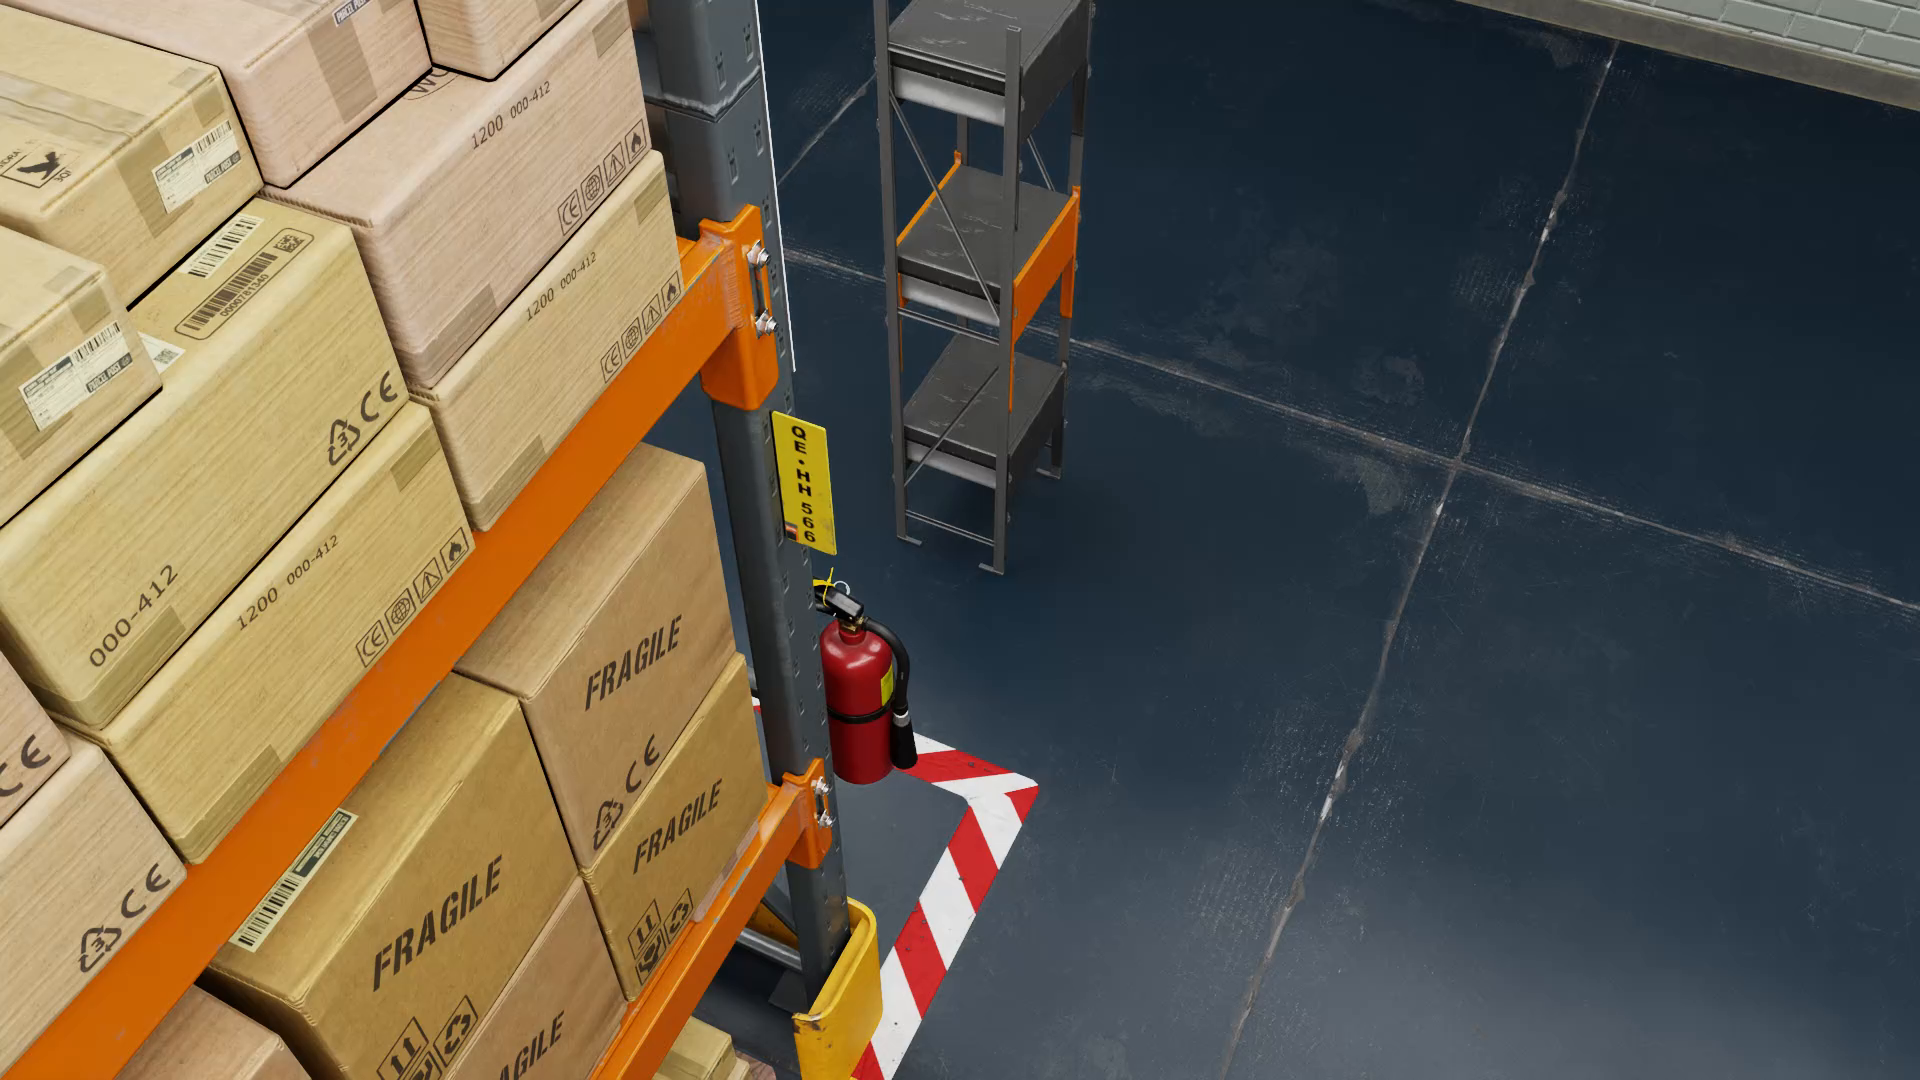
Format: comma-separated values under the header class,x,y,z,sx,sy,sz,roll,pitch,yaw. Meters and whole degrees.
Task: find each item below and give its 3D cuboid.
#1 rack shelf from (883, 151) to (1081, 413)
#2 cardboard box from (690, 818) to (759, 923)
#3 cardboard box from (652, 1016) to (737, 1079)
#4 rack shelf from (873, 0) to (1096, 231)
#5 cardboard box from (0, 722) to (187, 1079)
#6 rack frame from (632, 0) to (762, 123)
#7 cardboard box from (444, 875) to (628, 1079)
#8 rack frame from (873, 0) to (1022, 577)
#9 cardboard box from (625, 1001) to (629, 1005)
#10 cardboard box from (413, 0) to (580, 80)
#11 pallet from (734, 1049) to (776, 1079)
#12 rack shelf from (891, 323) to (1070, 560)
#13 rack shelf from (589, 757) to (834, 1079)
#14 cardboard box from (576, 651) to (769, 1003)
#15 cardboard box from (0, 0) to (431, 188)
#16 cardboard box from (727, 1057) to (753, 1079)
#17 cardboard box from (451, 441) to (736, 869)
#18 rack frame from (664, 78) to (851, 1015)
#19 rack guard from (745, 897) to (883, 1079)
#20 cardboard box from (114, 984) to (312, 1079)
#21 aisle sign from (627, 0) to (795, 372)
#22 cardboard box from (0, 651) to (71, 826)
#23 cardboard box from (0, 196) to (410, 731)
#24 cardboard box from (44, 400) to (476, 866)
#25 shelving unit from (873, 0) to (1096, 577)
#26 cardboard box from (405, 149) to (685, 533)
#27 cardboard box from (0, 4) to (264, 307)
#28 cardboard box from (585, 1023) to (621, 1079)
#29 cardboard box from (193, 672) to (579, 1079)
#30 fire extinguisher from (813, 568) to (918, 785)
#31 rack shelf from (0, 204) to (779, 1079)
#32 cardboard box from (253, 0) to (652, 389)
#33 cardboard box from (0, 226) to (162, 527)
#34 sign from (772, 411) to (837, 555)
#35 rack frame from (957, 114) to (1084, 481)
class,x,y,z,sx,sy,sz,roll,pitch,yaw
rack shelf,0.071,-0.786,5.058,0.431,0.518,0.480,20,52,16
cardboard box,-0.646,0.587,3.446,0.380,0.149,0.250,20,52,16
cardboard box,-0.759,1.231,3.938,0.380,0.149,0.250,20,53,16
rack shelf,0.071,-1.239,4.525,0.431,0.518,0.480,20,52,16
cardboard box,-1.153,0.356,1.607,0.500,0.250,0.500,22,53,18
rack frame,-0.762,-1.755,1.335,1.000,3.000,0.127,20,52,16
cardboard box,-0.946,0.807,2.833,0.500,0.500,0.500,19,52,16
rack frame,-0.034,-0.626,4.904,0.400,2.100,0.015,20,52,16
cardboard box,-0.786,0.746,3.311,0.380,0.149,0.250,20,52,16
cardboard box,-0.639,-0.701,1.916,0.380,0.149,0.250,19,52,16
pallet,-1.174,1.693,4.171,1.003,0.211,1.213,20,52,16
rack shelf,0.071,-0.332,5.591,0.431,0.518,0.480,20,52,16
rack shelf,-1.617,1.800,2.722,1.077,0.370,4.000,20,52,16
cardboard box,-0.722,0.454,3.134,0.500,0.500,0.500,21,53,17
cardboard box,-0.813,-0.556,1.793,0.380,0.149,0.250,20,53,17
cardboard box,-0.730,1.337,4.044,0.380,0.149,0.250,19,52,15
cardboard box,-0.733,0.132,2.750,0.500,0.500,0.500,19,52,15
rack frame,-0.762,0.189,3.619,1.000,3.000,0.127,20,52,16
rack guard,-0.795,1.052,4.527,1.175,0.500,0.348,20,52,16
cardboard box,-1.163,0.842,2.146,0.500,0.500,0.500,22,53,18
aisle sign,-0.460,-0.606,2.589,0.394,0.787,0.004,20,52,16
cardboard box,-1.168,0.208,1.404,0.500,0.250,0.500,21,53,17
cardboard box,-0.946,-0.144,1.703,0.500,0.250,0.500,19,52,15
cardboard box,-0.929,0.019,1.893,0.500,0.250,0.500,20,52,16
shelving unit,0.071,-0.794,5.047,0.431,2.100,0.503,20,52,16
cardboard box,-0.717,-0.335,2.194,0.500,0.250,0.500,19,52,15
cardboard box,-0.941,-0.386,1.648,0.380,0.149,0.250,18,52,15
cardboard box,-0.880,0.924,3.159,0.380,0.149,0.250,19,52,16
cardboard box,-0.949,0.481,2.453,0.500,0.500,0.500,18,52,15
fire extinguisher,-0.237,0.312,3.811,0.296,0.674,0.183,20,52,16
rack shelf,-1.617,0.827,1.579,1.077,0.370,4.000,20,52,16
cardboard box,-0.729,-0.496,2.003,0.500,0.250,0.500,18,52,15
cardboard box,-0.956,-0.169,1.463,0.380,0.149,0.250,21,53,17
sign,-0.269,-0.094,2.893,0.100,0.325,0.005,20,52,16
rack frame,0.175,-0.962,5.190,0.400,2.100,0.015,20,52,16
